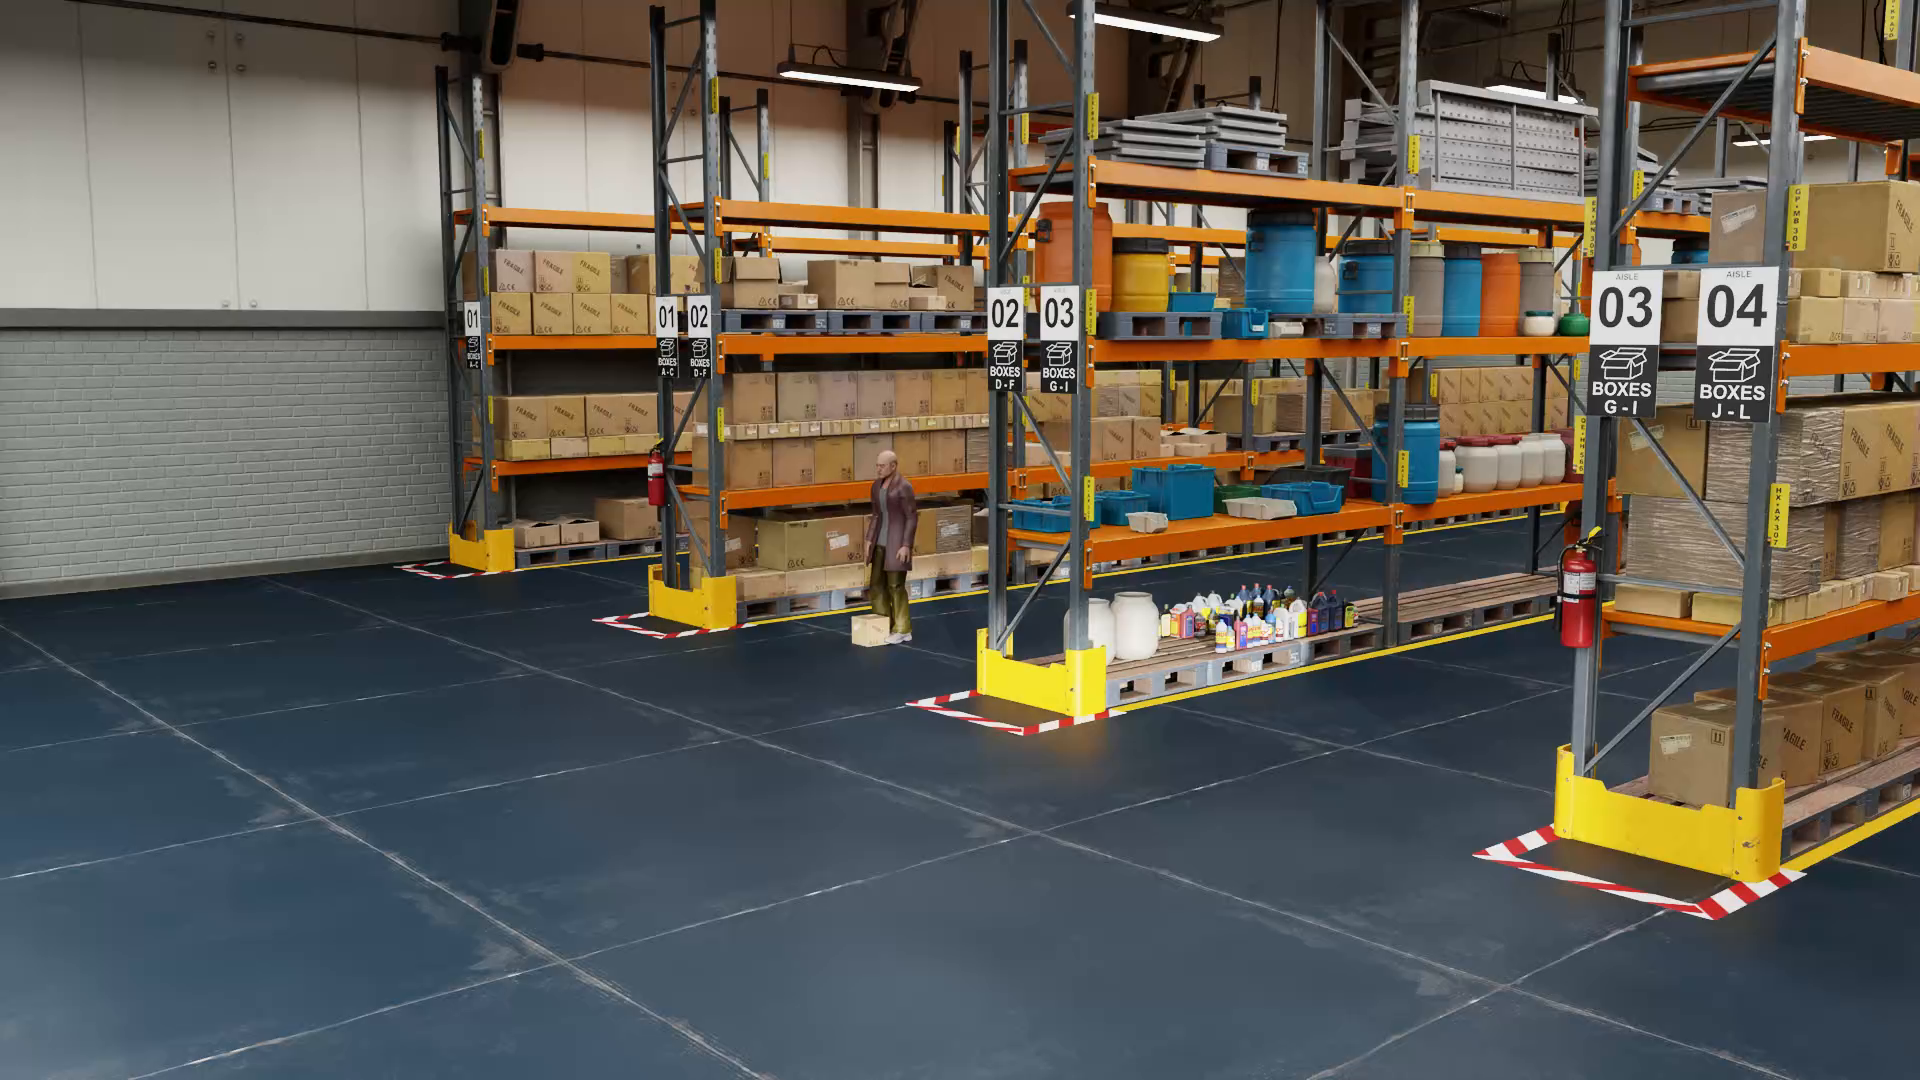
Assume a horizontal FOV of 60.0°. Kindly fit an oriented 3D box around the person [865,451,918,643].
[{"bbox_3d":[-0.648,0.054,15.411,0.427,1.774,0.644,-6,10,-41],"label":"person"}]
